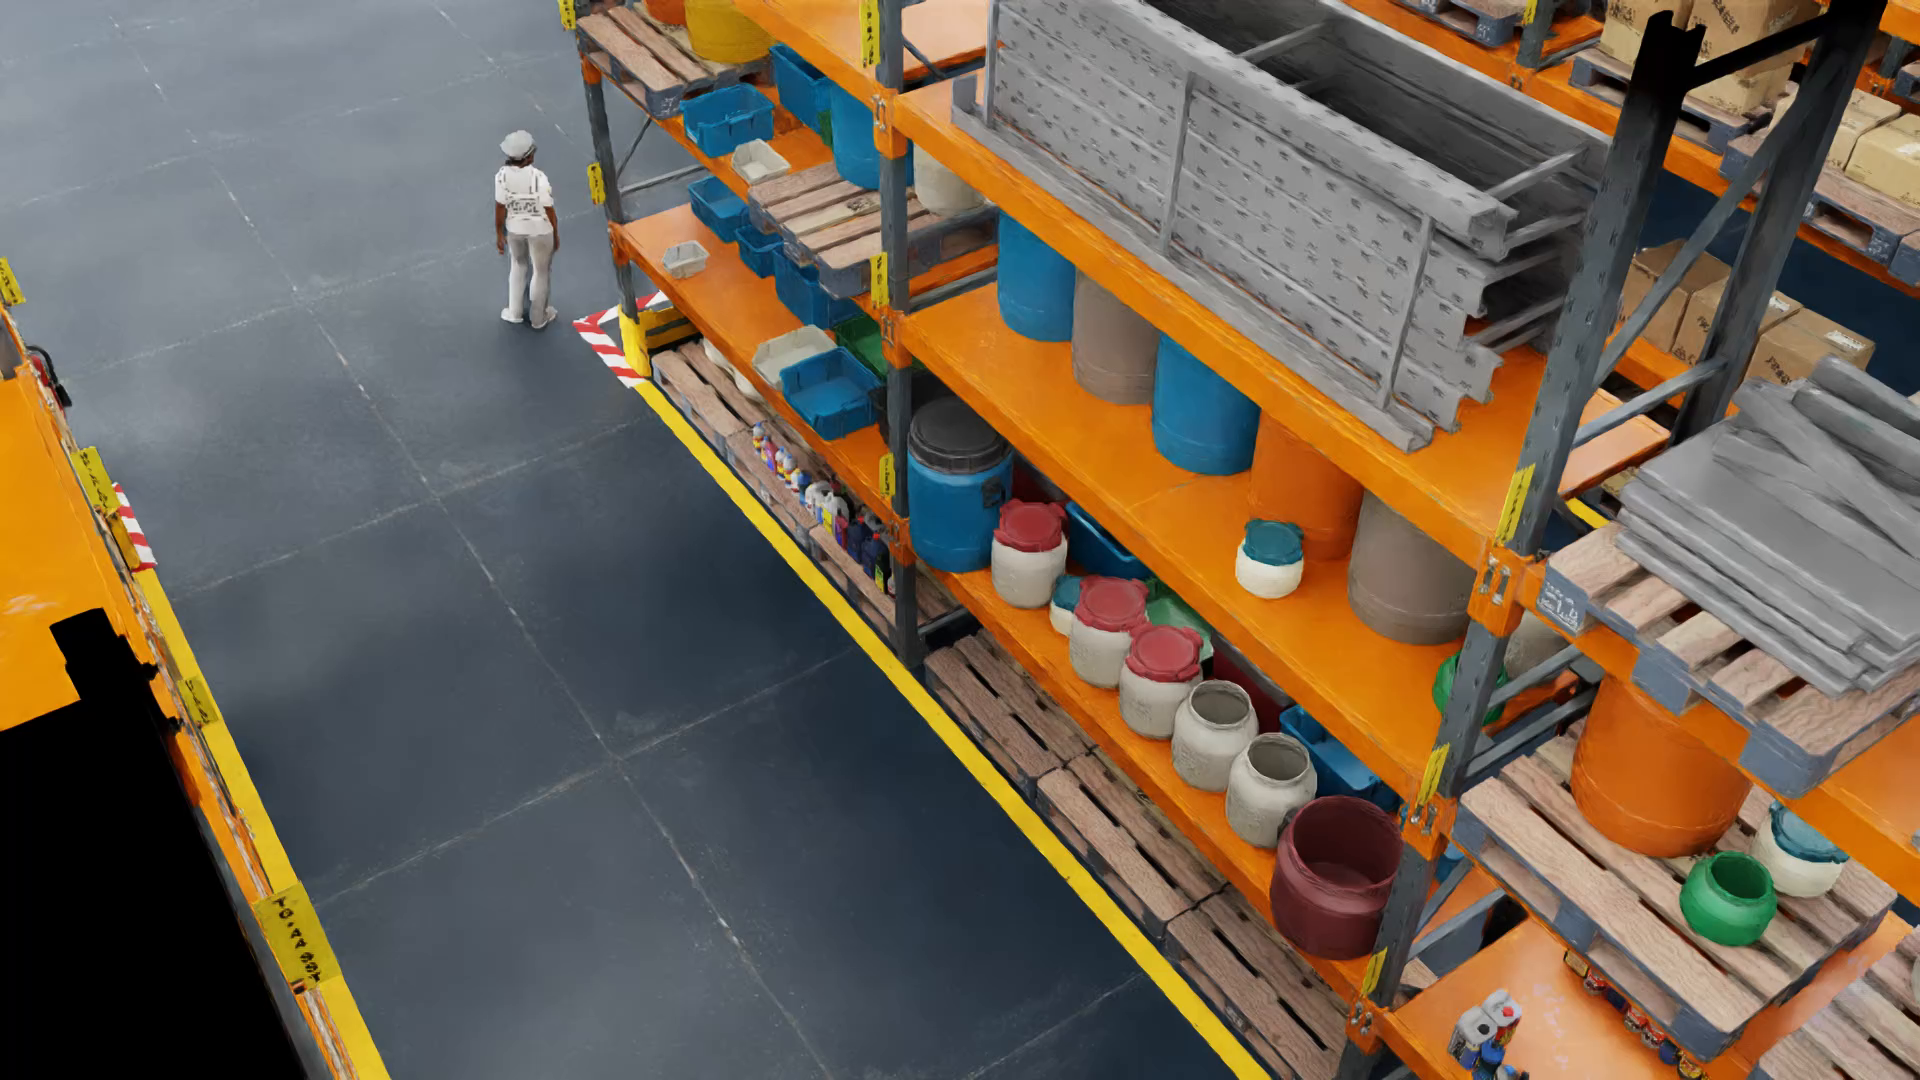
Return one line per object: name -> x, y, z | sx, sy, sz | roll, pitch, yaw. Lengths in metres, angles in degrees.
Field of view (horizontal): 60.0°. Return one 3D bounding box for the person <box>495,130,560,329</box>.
person -> -3.468, -2.429, 13.168 | 0.588, 1.667, 0.461 | 6, 43, 7
